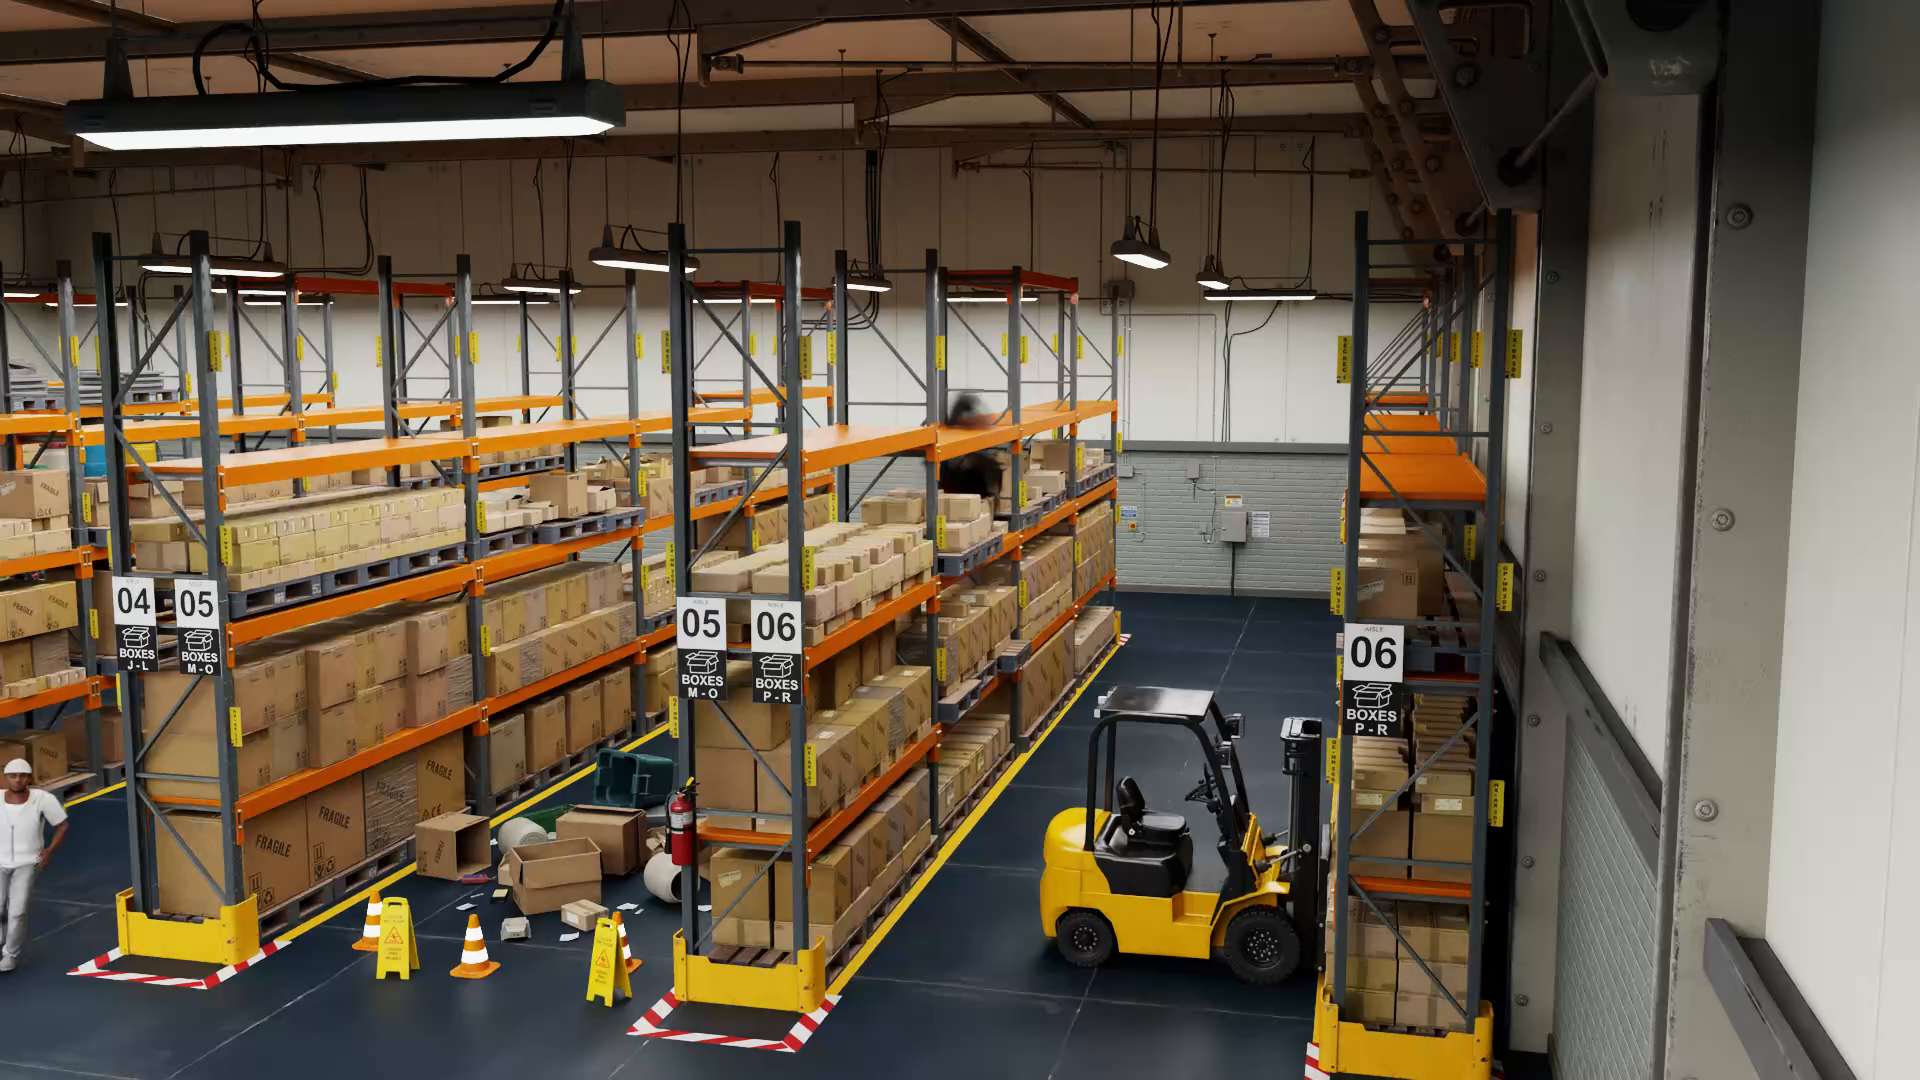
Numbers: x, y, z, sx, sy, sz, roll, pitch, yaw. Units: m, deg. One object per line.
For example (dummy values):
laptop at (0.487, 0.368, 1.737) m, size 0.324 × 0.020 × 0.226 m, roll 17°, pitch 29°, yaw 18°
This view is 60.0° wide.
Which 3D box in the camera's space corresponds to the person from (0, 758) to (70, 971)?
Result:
person at (-7.786, 2.652, 13.769) m, size 0.765 × 1.723 × 0.591 m, roll -3°, pitch 8°, yaw -25°

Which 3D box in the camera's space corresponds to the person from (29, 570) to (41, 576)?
person at (-16.069, 0.775, 29.143) m, size 0.652 × 1.736 × 0.860 m, roll 1°, pitch 7°, yaw 5°
